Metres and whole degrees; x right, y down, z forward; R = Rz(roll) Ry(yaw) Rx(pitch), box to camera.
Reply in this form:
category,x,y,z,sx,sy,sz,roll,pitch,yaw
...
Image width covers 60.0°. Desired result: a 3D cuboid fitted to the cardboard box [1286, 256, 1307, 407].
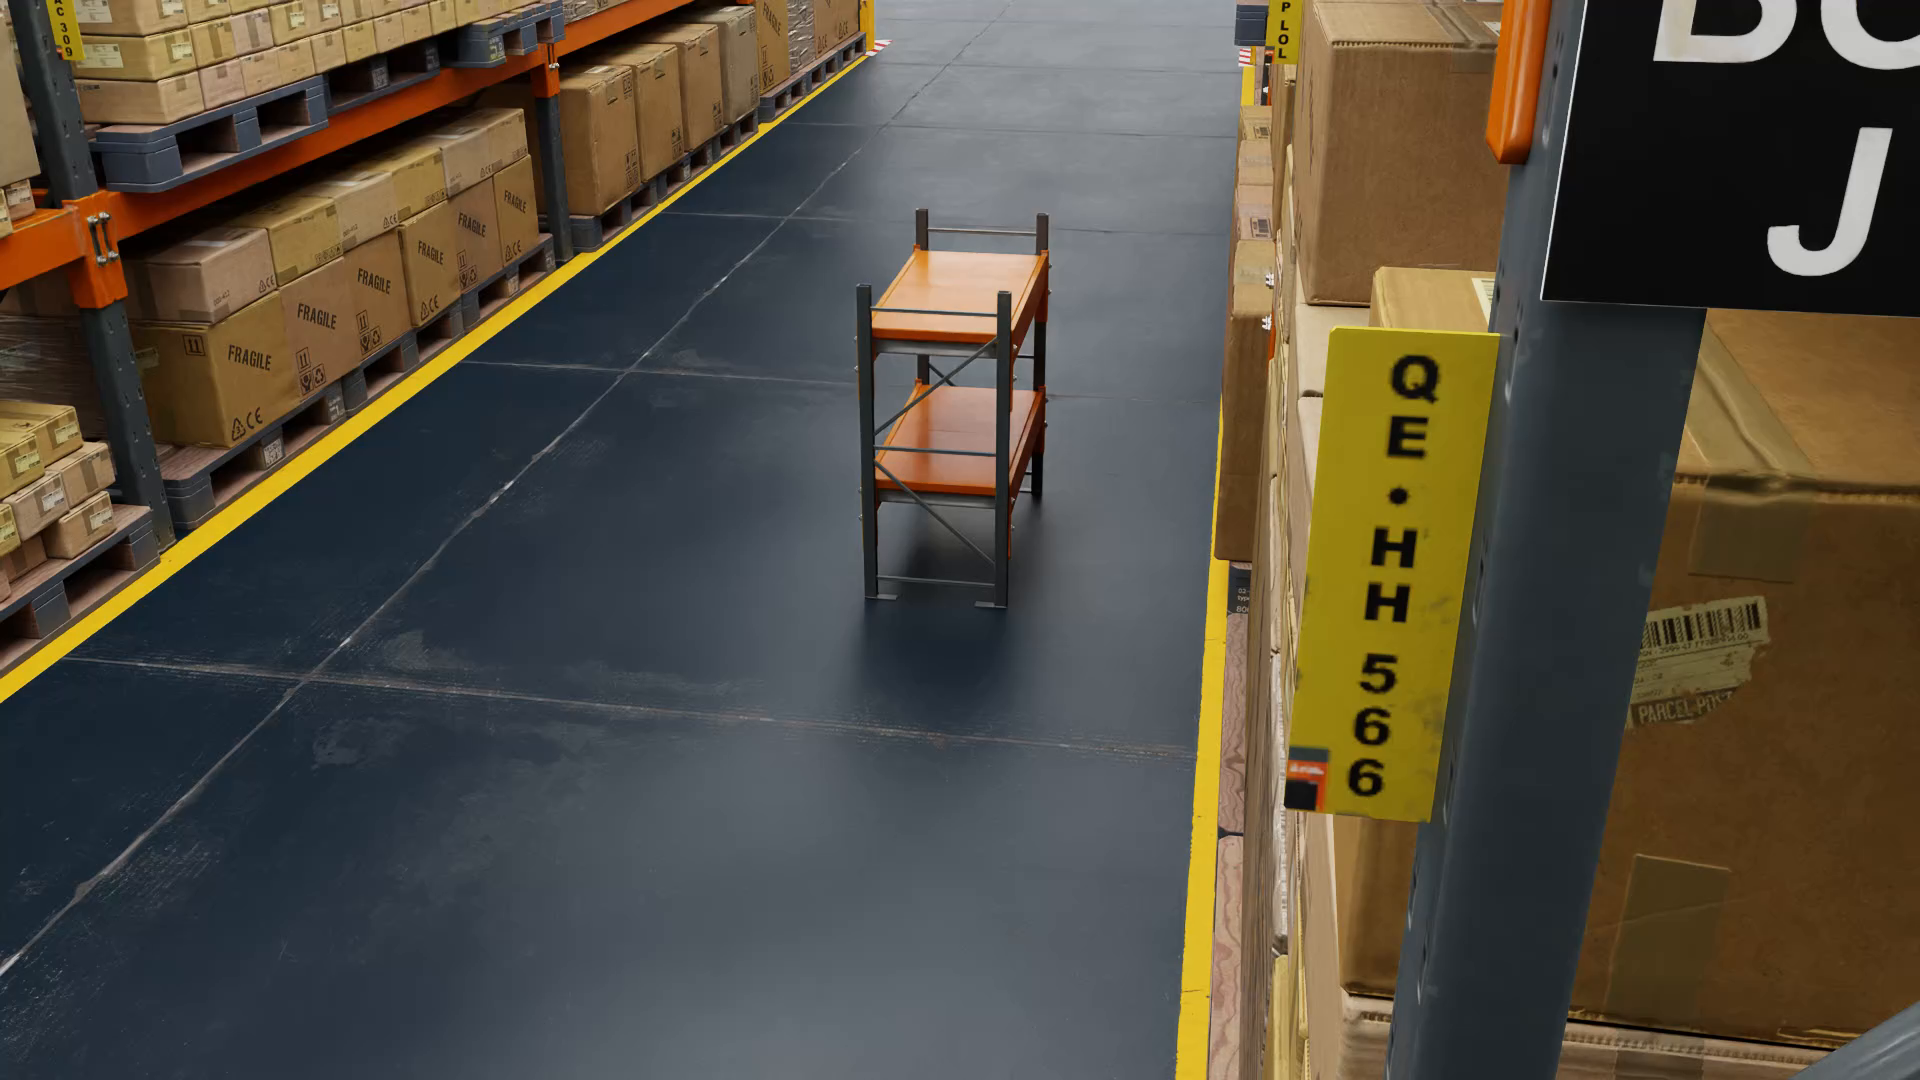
category,x,y,z,sx,sy,sz,roll,pitch,yaw
cardboard box,0.945,-0.432,3.460,0.500,0.250,0.500,5,25,10

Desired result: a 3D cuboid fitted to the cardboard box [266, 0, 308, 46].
category,x,y,z,sx,sy,sz,roll,pitch,yaw
cardboard box,-2.789,-2.023,6.484,0.380,0.149,0.250,3,25,6

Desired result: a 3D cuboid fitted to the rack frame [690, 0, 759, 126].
category,x,y,z,sx,sy,sz,roll,pitch,yaw
rack frame,-2.124,-4.700,12.752,1.000,3.000,0.127,4,25,9

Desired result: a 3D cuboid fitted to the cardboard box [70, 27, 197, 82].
category,x,y,z,sx,sy,sz,roll,pitch,yaw
cardboard box,-2.913,-1.698,5.789,0.380,0.149,0.250,4,25,9

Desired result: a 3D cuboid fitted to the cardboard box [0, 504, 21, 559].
category,x,y,z,sx,sy,sz,roll,pitch,yaw
cardboard box,-3.227,-0.006,5.242,0.380,0.149,0.250,3,25,7

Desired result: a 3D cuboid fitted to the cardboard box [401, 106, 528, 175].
category,x,y,z,sx,sy,sz,roll,pitch,yaw
cardboard box,-2.631,-2.120,8.810,0.500,0.250,0.500,3,25,7

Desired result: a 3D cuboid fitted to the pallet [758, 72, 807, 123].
category,x,y,z,sx,sy,sz,roll,pitch,yaw
pallet,-1.922,-3.749,14.011,1.003,0.211,1.213,4,25,9

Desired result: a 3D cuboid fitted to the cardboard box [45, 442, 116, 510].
category,x,y,z,sx,sy,sz,roll,pitch,yaw
cardboard box,-3.169,-0.234,5.728,0.380,0.149,0.250,5,25,10

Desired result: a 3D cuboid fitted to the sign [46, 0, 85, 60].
category,x,y,z,sx,sy,sz,roll,pitch,yaw
sign,-2.895,-1.712,5.347,0.100,0.325,0.005,4,25,9

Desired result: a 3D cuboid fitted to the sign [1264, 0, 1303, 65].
category,x,y,z,sx,sy,sz,roll,pitch,yaw
sign,0.909,-1.490,4.623,0.100,0.325,0.005,4,25,9

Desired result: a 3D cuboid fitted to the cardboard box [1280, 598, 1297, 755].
category,x,y,z,sx,sy,sz,roll,pitch,yaw
cardboard box,0.691,0.220,2.539,0.380,0.149,0.250,3,25,7

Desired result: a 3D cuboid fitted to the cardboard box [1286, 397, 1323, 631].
category,x,y,z,sx,sy,sz,roll,pitch,yaw
cardboard box,0.776,-0.008,2.555,0.500,0.250,0.500,3,25,7

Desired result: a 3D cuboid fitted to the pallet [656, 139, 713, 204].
category,x,y,z,sx,sy,sz,roll,pitch,yaw
pallet,-2.372,-2.597,11.549,1.003,0.211,1.213,4,25,9

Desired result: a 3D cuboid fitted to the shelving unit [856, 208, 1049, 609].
category,x,y,z,sx,sy,sz,roll,pitch,yaw
shelving unit,-0.001,-0.507,6.006,0.538,1.125,1.048,4,25,9

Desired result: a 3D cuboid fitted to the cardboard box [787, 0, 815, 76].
category,x,y,z,sx,sy,sz,roll,pitch,yaw
cardboard box,-1.808,-4.563,14.471,0.875,0.875,0.875,4,25,9

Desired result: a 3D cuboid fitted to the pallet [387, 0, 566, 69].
category,x,y,z,sx,sy,sz,roll,pitch,yaw
pallet,-2.789,-2.634,8.566,1.213,0.211,1.003,4,25,9

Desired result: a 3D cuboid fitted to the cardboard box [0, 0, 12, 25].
category,x,y,z,sx,sy,sz,roll,pitch,yaw
cardboard box,-3.558,-1.881,5.830,0.380,0.149,0.250,5,26,11

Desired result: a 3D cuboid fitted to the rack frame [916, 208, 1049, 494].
category,x,y,z,sx,sy,sz,roll,pitch,yaw
rack frame,0.082,-0.719,6.460,0.500,1.125,0.032,4,25,9

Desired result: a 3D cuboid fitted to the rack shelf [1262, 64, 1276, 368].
category,x,y,z,sx,sy,sz,roll,pitch,yaw
rack shelf,1.773,-1.479,6.719,1.077,0.370,4.000,4,25,9

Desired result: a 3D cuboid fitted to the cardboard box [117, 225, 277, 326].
category,x,y,z,sx,sy,sz,roll,pitch,yaw
cardboard box,-3.050,-1.042,6.507,0.500,0.250,0.500,3,25,6

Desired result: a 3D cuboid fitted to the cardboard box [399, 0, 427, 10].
category,x,y,z,sx,sy,sz,roll,pitch,yaw
cardboard box,-2.618,-2.460,7.418,0.380,0.149,0.250,5,25,10

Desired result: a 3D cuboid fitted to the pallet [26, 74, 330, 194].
category,x,y,z,sx,sy,sz,roll,pitch,yaw
pallet,-3.163,-1.577,6.306,1.003,0.211,1.213,4,25,9

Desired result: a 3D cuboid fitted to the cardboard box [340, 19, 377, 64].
category,x,y,z,sx,sy,sz,roll,pitch,yaw
cardboard box,-2.705,-2.110,7.020,0.380,0.149,0.250,4,25,8

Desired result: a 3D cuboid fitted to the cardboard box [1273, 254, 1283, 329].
category,x,y,z,sx,sy,sz,roll,pitch,yaw
cardboard box,1.026,-0.644,4.383,0.380,0.149,0.250,3,25,7

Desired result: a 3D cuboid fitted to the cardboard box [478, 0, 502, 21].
category,x,y,z,sx,sy,sz,roll,pitch,yaw
cardboard box,-2.488,-2.654,8.182,0.380,0.149,0.250,4,25,9

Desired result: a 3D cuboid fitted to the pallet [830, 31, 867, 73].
category,x,y,z,sx,sy,sz,roll,pitch,yaw
pallet,-1.523,-4.770,16.191,1.003,0.211,1.213,4,25,9

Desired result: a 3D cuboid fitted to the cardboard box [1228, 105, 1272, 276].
category,x,y,z,sx,sy,sz,roll,pitch,yaw
cardboard box,1.966,-1.582,8.102,1.225,0.875,0.875,3,25,6

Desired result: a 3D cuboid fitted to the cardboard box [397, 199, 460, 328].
category,x,y,z,sx,sy,sz,roll,pitch,yaw
cardboard box,-2.786,-1.352,8.054,0.500,0.500,0.500,3,25,6

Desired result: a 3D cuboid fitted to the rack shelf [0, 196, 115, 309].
category,x,y,z,sx,sy,sz,roll,pitch,yaw
rack shelf,-1.351,-0.689,3.293,5.958,1.845,4.006,4,25,9

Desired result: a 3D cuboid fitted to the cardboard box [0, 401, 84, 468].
category,x,y,z,sx,sy,sz,roll,pitch,yaw
cardboard box,-3.232,-0.355,5.637,0.380,0.149,0.250,5,25,10

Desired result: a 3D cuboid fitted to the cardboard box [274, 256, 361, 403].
category,x,y,z,sx,sy,sz,roll,pitch,yaw
cardboard box,-2.964,-0.924,7.139,0.500,0.500,0.500,5,26,11

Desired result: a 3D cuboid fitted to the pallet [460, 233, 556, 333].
category,x,y,z,sx,sy,sz,roll,pitch,yaw
pallet,-2.907,-1.437,9.071,1.003,0.211,1.213,4,25,9

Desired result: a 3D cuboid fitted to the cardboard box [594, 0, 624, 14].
category,x,y,z,sx,sy,sz,roll,pitch,yaw
cardboard box,-2.357,-3.454,9.973,0.500,0.500,0.500,4,25,8

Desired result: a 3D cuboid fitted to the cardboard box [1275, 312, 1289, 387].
category,x,y,z,sx,sy,sz,roll,pitch,yaw
cardboard box,0.942,-0.423,3.912,0.380,0.149,0.250,3,25,7

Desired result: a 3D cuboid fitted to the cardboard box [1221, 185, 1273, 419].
category,x,y,z,sx,sy,sz,roll,pitch,yaw
cardboard box,1.676,-0.839,6.514,1.225,0.875,0.875,3,25,7

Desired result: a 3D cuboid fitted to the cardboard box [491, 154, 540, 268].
category,x,y,z,sx,sy,sz,roll,pitch,yaw
cardboard box,-2.627,-1.792,8.992,0.500,0.500,0.500,4,25,8

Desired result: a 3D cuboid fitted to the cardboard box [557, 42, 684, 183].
category,x,y,z,sx,sy,sz,roll,pitch,yaw
cardboard box,-2.450,-2.812,10.878,1.050,0.750,0.750,4,25,9

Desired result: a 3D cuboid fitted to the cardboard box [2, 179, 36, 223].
category,x,y,z,sx,sy,sz,roll,pitch,yaw
cardboard box,-3.247,-1.104,5.367,0.380,0.149,0.250,4,25,8

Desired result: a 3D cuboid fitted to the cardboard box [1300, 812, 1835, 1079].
category,x,y,z,sx,sy,sz,roll,pitch,yaw
cardboard box,0.609,0.417,1.647,0.500,0.250,0.500,4,25,8

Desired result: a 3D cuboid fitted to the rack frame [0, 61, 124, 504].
category,x,y,z,sx,sy,sz,roll,pitch,yaw
rack frame,-3.428,-1.354,5.604,0.949,2.616,0.053,4,25,9

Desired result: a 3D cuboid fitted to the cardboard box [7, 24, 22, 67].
category,x,y,z,sx,sy,sz,roll,pitch,yaw
cardboard box,-3.561,-1.745,5.890,0.380,0.149,0.250,5,26,10

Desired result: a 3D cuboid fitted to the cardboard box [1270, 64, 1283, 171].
category,x,y,z,sx,sy,sz,roll,pitch,yaw
cardboard box,1.419,-1.653,6.126,0.500,0.500,0.500,4,25,8

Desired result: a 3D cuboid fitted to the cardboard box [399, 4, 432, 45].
category,x,y,z,sx,sy,sz,roll,pitch,yaw
cardboard box,-2.619,-2.329,7.488,0.380,0.149,0.250,5,26,10

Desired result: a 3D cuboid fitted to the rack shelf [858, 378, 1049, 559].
category,x,y,z,sx,sy,sz,roll,pitch,yaw
rack shelf,-0.001,-0.285,6.109,0.538,0.278,1.000,4,25,9

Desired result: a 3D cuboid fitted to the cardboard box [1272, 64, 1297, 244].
category,x,y,z,sx,sy,sz,roll,pitch,yaw
cardboard box,1.253,-1.228,5.217,0.500,0.500,0.500,4,25,9

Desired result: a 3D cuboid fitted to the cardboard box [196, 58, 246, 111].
category,x,y,z,sx,sy,sz,roll,pitch,yaw
cardboard box,-2.873,-1.680,6.101,0.380,0.149,0.250,4,25,9

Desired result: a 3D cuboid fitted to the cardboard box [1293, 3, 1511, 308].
category,x,y,z,sx,sy,sz,roll,pitch,yaw
cardboard box,0.947,-0.768,3.295,0.500,0.500,0.500,3,25,7

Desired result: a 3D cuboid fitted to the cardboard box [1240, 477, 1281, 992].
category,x,y,z,sx,sy,sz,roll,pitch,yaw
cardboard box,1.112,0.451,3.759,0.875,0.875,0.875,4,25,9

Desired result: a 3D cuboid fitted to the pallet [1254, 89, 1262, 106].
category,x,y,z,sx,sy,sz,roll,pitch,yaw
pallet,2.828,-3.334,13.124,1.003,0.211,1.213,4,25,9

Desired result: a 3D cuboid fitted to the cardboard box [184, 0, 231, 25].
category,x,y,z,sx,sy,sz,roll,pitch,yaw
cardboard box,-2.873,-1.950,5.976,0.380,0.149,0.250,5,25,10

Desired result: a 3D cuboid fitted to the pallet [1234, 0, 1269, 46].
category,x,y,z,sx,sy,sz,roll,pitch,yaw
pallet,2.111,-2.859,9.047,1.213,0.211,1.003,4,25,9

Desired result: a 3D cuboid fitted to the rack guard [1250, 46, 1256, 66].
category,x,y,z,sx,sy,sz,roll,pitch,yaw
rack guard,3.394,-4.823,15.964,1.175,0.500,0.348,4,25,9

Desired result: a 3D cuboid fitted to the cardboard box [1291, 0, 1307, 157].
category,x,y,z,sx,sy,sz,roll,pitch,yaw
cardboard box,1.115,-1.192,4.199,0.500,0.500,0.500,4,25,9

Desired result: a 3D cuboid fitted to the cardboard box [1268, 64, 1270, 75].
category,x,y,z,sx,sy,sz,roll,pitch,yaw
cardboard box,1.752,-2.502,7.938,0.500,0.500,0.500,5,26,10

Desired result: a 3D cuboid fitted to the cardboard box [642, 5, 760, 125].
category,x,y,z,sx,sy,sz,roll,pitch,yaw
cardboard box,-2.136,-3.605,12.572,1.050,0.750,0.750,4,25,8

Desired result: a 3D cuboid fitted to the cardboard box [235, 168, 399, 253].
category,x,y,z,sx,sy,sz,roll,pitch,yaw
cardboard box,-2.877,-1.478,7.438,0.500,0.250,0.500,5,26,11

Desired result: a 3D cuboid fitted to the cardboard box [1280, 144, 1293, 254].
category,x,y,z,sx,sy,sz,roll,pitch,yaw
cardboard box,1.110,-0.856,4.367,0.500,0.250,0.500,4,25,8

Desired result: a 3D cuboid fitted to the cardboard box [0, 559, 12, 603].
category,x,y,z,sx,sy,sz,roll,pitch,yaw
cardboard box,-3.264,0.153,5.253,0.380,0.149,0.250,3,25,7
